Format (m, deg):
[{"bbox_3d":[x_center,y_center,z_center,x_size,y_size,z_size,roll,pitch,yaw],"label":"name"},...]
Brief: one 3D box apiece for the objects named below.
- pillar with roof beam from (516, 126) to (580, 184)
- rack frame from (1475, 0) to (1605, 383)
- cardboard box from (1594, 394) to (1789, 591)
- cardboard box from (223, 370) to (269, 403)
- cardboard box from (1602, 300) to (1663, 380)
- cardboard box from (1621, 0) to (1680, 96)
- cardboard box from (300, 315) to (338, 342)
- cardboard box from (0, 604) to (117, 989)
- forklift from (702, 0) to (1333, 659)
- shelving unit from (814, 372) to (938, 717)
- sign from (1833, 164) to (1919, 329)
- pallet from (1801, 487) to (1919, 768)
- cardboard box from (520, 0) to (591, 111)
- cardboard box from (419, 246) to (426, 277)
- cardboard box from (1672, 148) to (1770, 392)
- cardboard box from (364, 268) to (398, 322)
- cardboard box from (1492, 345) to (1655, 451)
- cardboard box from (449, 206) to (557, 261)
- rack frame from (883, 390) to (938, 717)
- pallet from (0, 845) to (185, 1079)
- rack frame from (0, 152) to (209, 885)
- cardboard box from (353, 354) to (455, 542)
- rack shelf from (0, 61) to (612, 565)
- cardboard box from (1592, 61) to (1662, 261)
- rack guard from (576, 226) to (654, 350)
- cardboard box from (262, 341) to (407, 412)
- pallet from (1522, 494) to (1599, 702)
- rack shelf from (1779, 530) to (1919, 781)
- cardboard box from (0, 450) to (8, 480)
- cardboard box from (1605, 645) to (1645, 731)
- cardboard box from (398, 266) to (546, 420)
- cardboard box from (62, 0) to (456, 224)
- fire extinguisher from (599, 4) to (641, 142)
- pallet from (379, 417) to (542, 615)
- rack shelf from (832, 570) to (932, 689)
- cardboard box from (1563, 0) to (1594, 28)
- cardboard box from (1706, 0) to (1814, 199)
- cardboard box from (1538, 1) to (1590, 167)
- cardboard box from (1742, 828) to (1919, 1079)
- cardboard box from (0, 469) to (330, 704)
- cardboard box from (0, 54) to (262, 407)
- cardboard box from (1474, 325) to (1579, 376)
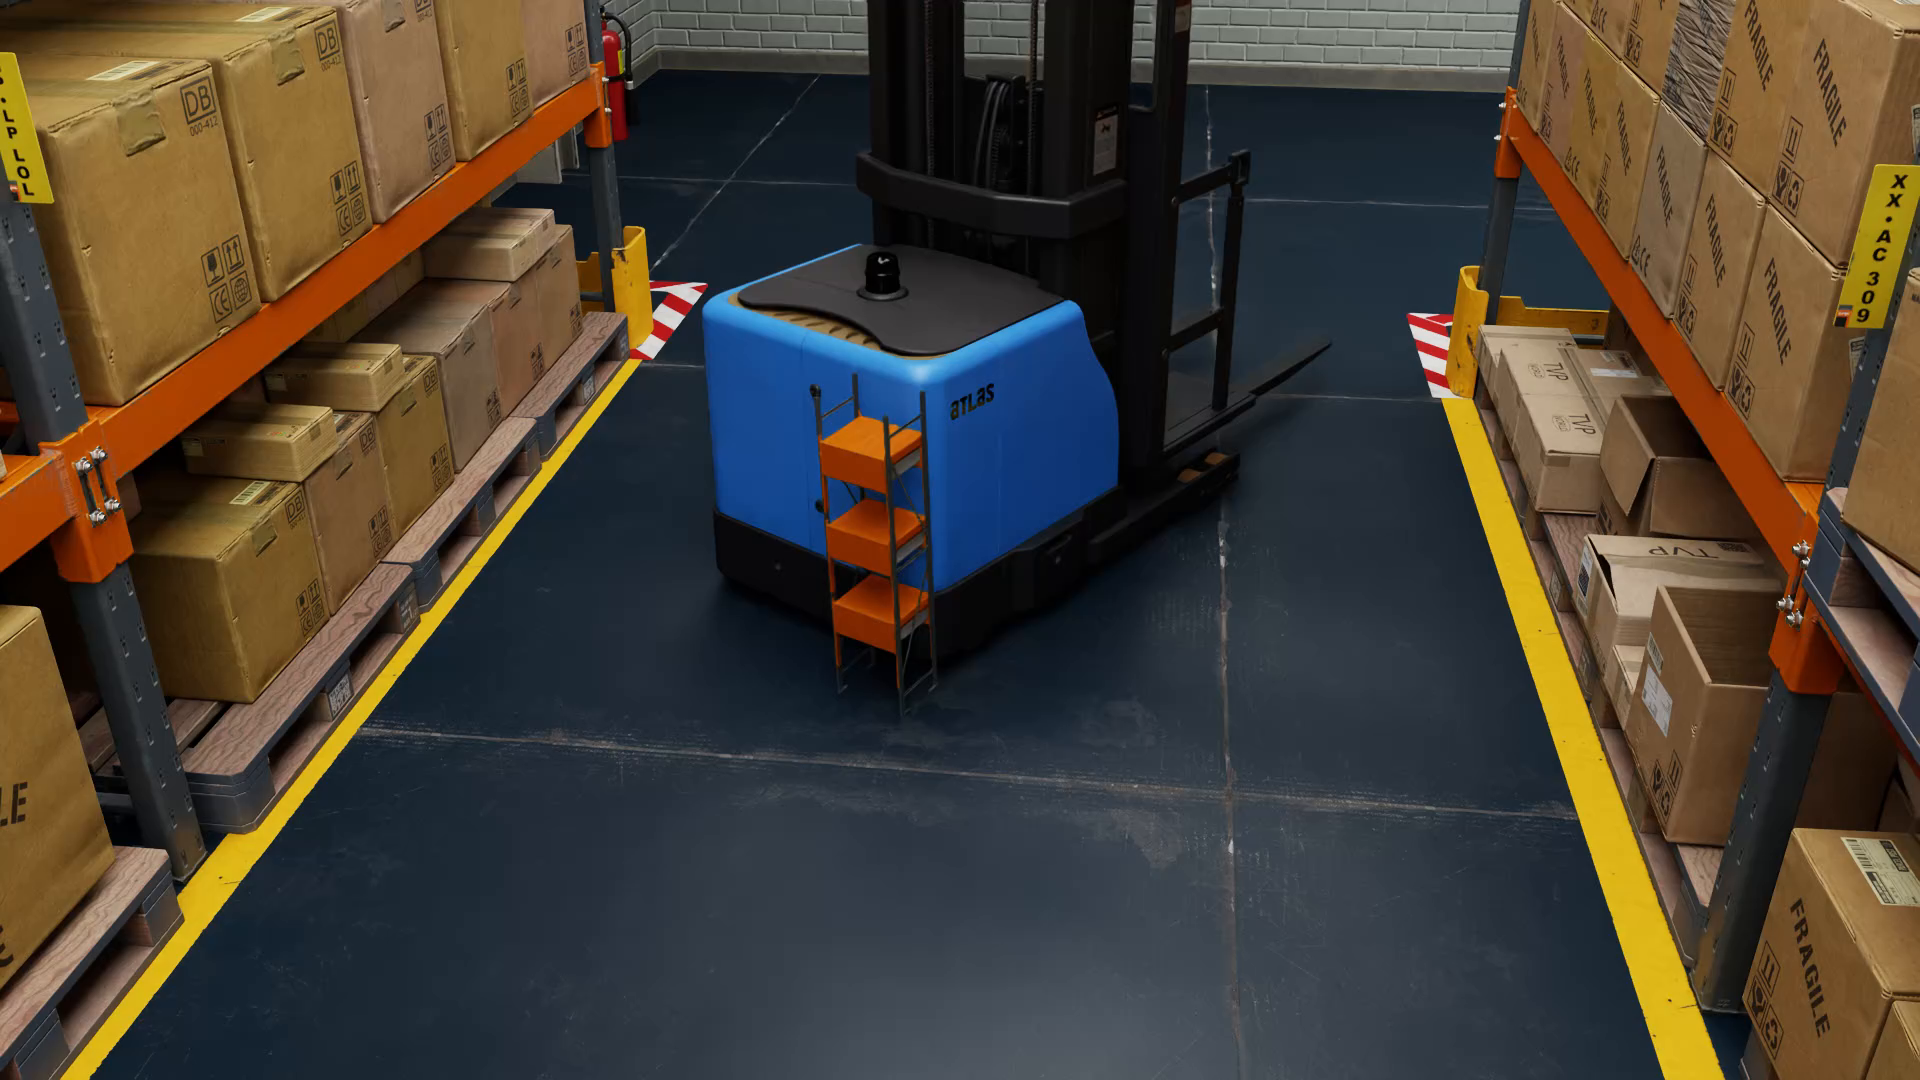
[{"bbox_3d":[1.643,-6.037,7.969,9.100,9.000,0.400,3,28,6],"label":"pillar with roof beam"},{"bbox_3d":[2.815,-2.039,6.873,1.000,3.000,0.127,3,28,6],"label":"rack frame"},{"bbox_3d":[2.550,-0.136,5.507,0.797,0.503,0.637,3,28,6],"label":"cardboard box"},{"bbox_3d":[-2.519,-0.474,5.476,0.380,0.149,0.250,2,28,5],"label":"cardboard box"},{"bbox_3d":[2.993,-0.862,6.859,0.500,0.500,0.500,3,28,6],"label":"cardboard box"},{"bbox_3d":[2.315,-1.609,4.914,0.500,0.500,0.500,3,28,6],"label":"cardboard box"},{"bbox_3d":[-2.456,-0.714,5.922,0.380,0.149,0.250,3,28,5],"label":"cardboard box"},{"bbox_3d":[-2.542,0.633,3.737,0.750,0.750,0.750,4,29,7],"label":"cardboard box"},{"bbox_3d":[0.454,-1.533,6.005,1.130,2.935,3.031,21,35,34],"label":"forklift"},{"bbox_3d":[-0.246,0.029,5.077,0.252,1.050,0.215,17,36,29],"label":"shelving unit"},{"bbox_3d":[1.786,-0.565,3.224,0.100,0.325,0.005,3,28,6],"label":"sign"},{"bbox_3d":[2.119,0.298,2.737,1.003,0.211,1.213,3,28,6],"label":"pallet"},{"bbox_3d":[-2.154,-2.217,6.886,0.980,0.700,0.700,5,29,9],"label":"cardboard box"},{"bbox_3d":[-2.332,-1.192,6.809,0.380,0.149,0.250,3,29,6],"label":"cardboard box"},{"bbox_3d":[2.194,-0.693,4.269,0.500,0.500,0.500,4,29,8],"label":"cardboard box"},{"bbox_3d":[-2.394,-0.954,6.368,0.380,0.149,0.250,4,29,7],"label":"cardboard box"},{"bbox_3d":[2.406,-0.548,6.539,0.500,0.250,0.500,3,28,6],"label":"cardboard box"},{"bbox_3d":[-1.923,-1.289,6.989,0.380,0.149,0.250,3,28,6],"label":"cardboard box"},{"bbox_3d":[-0.144,0.061,5.018,0.008,1.050,0.200,17,36,29],"label":"rack frame"},{"bbox_3d":[-2.611,1.153,3.888,1.003,0.211,1.213,3,28,6],"label":"pallet"},{"bbox_3d":[-2.592,-0.442,3.909,1.000,3.000,0.127,3,28,6],"label":"rack frame"},{"bbox_3d":[-2.268,-0.351,5.931,0.700,0.500,0.500,4,29,7],"label":"cardboard box"},{"bbox_3d":[-2.347,-1.067,5.827,1.077,0.370,4.000,3,28,6],"label":"rack shelf"},{"bbox_3d":[2.314,-1.175,5.163,0.500,0.500,0.500,4,29,7],"label":"cardboard box"},{"bbox_3d":[-2.099,-1.236,8.017,1.175,0.500,0.348,3,28,6],"label":"rack guard"},{"bbox_3d":[-2.111,-0.555,5.626,0.380,0.149,0.250,3,28,5],"label":"cardboard box"},{"bbox_3d":[2.557,0.172,5.708,1.003,0.211,1.213,3,28,6],"label":"pallet"},{"bbox_3d":[2.080,1.102,1.801,1.077,0.370,4.000,3,28,6],"label":"rack shelf"},{"bbox_3d":[-2.352,-0.165,3.638,0.380,0.149,0.250,4,29,7],"label":"cardboard box"},{"bbox_3d":[2.100,0.440,4.812,0.380,0.149,0.250,3,28,6],"label":"cardboard box"},{"bbox_3d":[-2.149,-0.839,6.837,0.700,0.500,0.500,3,28,6],"label":"cardboard box"},{"bbox_3d":[-2.335,-1.515,5.584,0.980,0.700,0.700,2,28,4],"label":"cardboard box"},{"bbox_3d":[-1.625,-2.171,7.592,0.296,0.674,0.183,3,28,6],"label":"fire extinguisher"},{"bbox_3d":[-2.274,-0.144,6.295,1.003,0.211,1.213,3,28,6],"label":"pallet"},{"bbox_3d":[-0.238,0.276,5.225,0.240,0.259,0.215,17,36,29],"label":"rack shelf"},{"bbox_3d":[2.443,-2.083,5.795,0.500,0.500,0.500,4,29,7],"label":"cardboard box"},{"bbox_3d":[2.190,-1.135,4.034,0.500,0.500,0.500,3,28,5],"label":"cardboard box"},{"bbox_3d":[2.441,-1.647,6.038,0.500,0.500,0.500,3,28,6],"label":"cardboard box"},{"bbox_3d":[2.024,0.964,3.470,0.500,0.500,0.500,2,28,4],"label":"cardboard box"},{"bbox_3d":[-2.398,0.127,5.044,0.700,0.500,0.500,4,29,7],"label":"cardboard box"},{"bbox_3d":[-2.509,-0.829,4.310,0.980,0.700,0.700,4,29,7],"label":"cardboard box"},{"bbox_3d":[2.423,-0.801,7.116,0.380,0.149,0.250,3,28,6],"label":"cardboard box"}]
